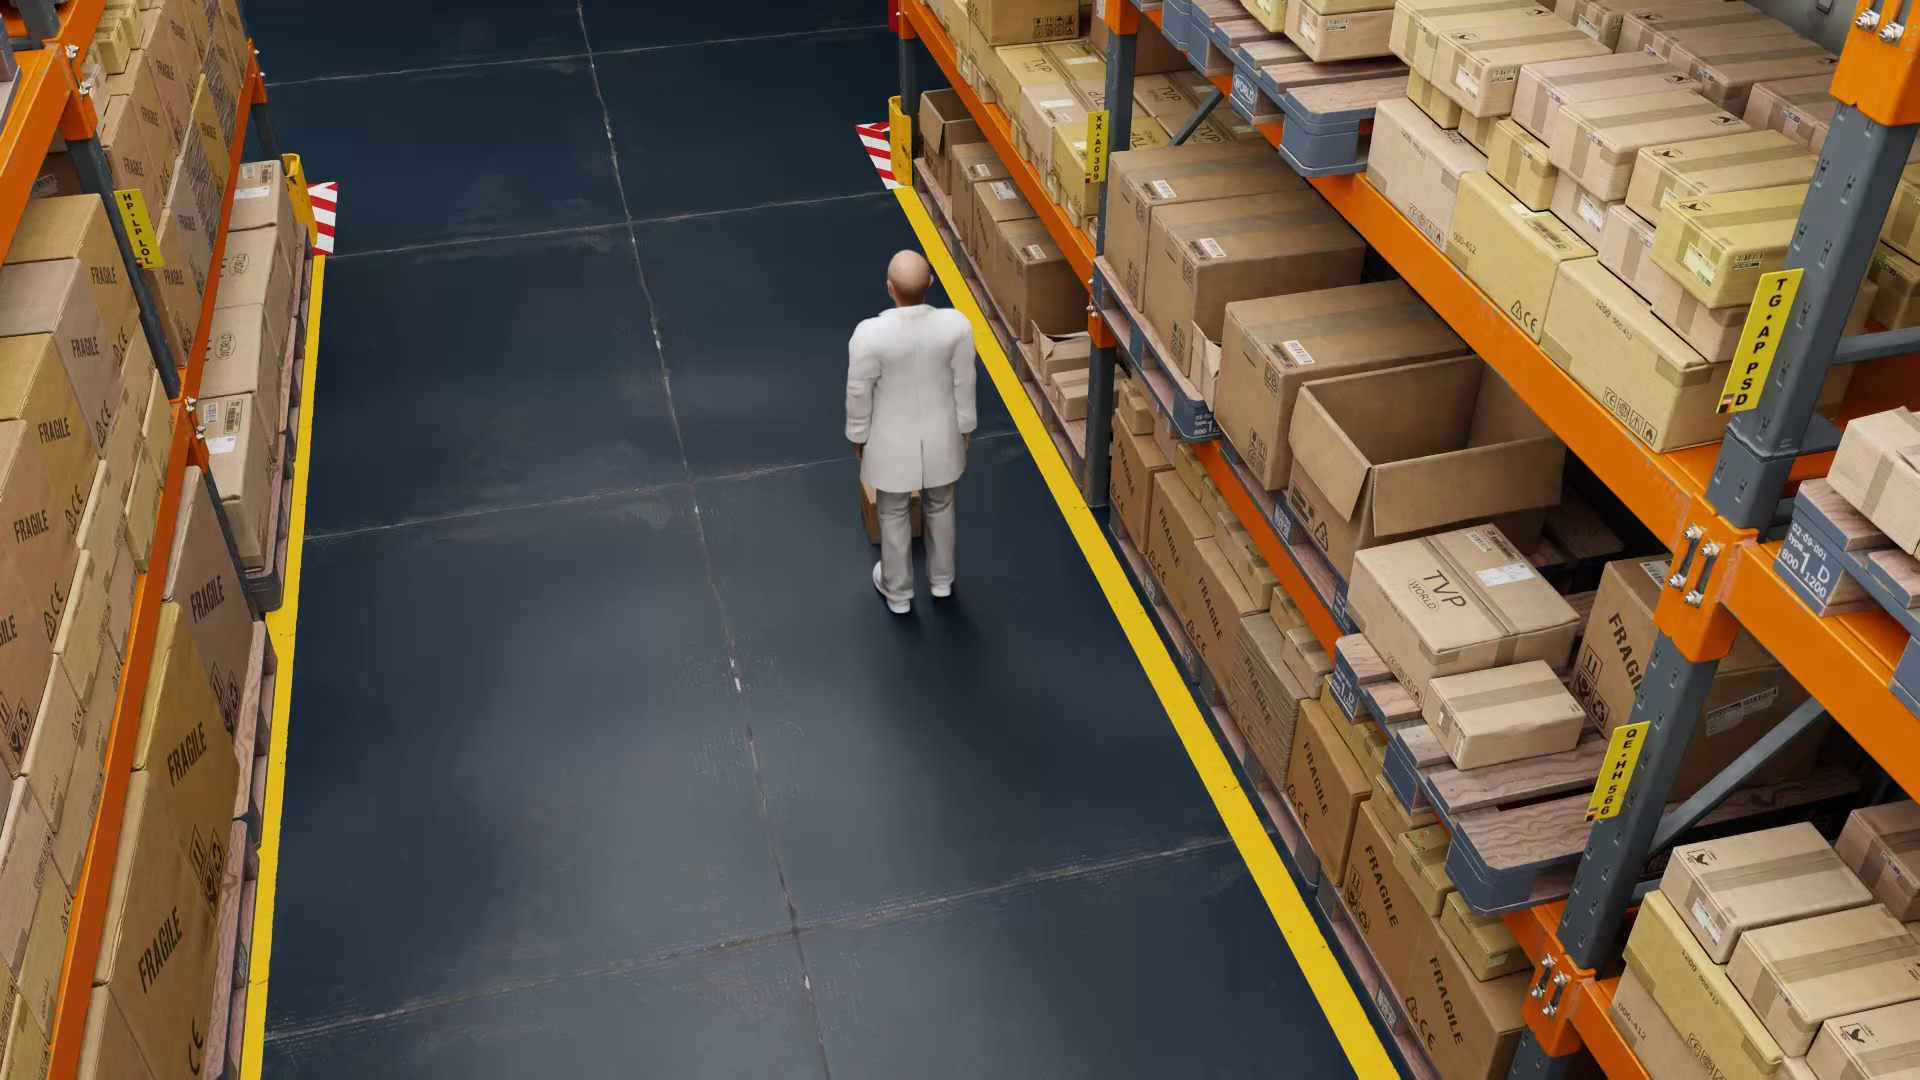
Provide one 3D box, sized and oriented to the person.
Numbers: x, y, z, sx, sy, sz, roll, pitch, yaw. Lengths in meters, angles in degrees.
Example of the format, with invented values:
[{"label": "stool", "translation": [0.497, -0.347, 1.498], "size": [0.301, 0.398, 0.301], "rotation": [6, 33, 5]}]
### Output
[{"label": "person", "translation": [-0.220, -0.481, 7.357], "size": [0.578, 1.812, 0.426], "rotation": [-9, 39, -12]}]
